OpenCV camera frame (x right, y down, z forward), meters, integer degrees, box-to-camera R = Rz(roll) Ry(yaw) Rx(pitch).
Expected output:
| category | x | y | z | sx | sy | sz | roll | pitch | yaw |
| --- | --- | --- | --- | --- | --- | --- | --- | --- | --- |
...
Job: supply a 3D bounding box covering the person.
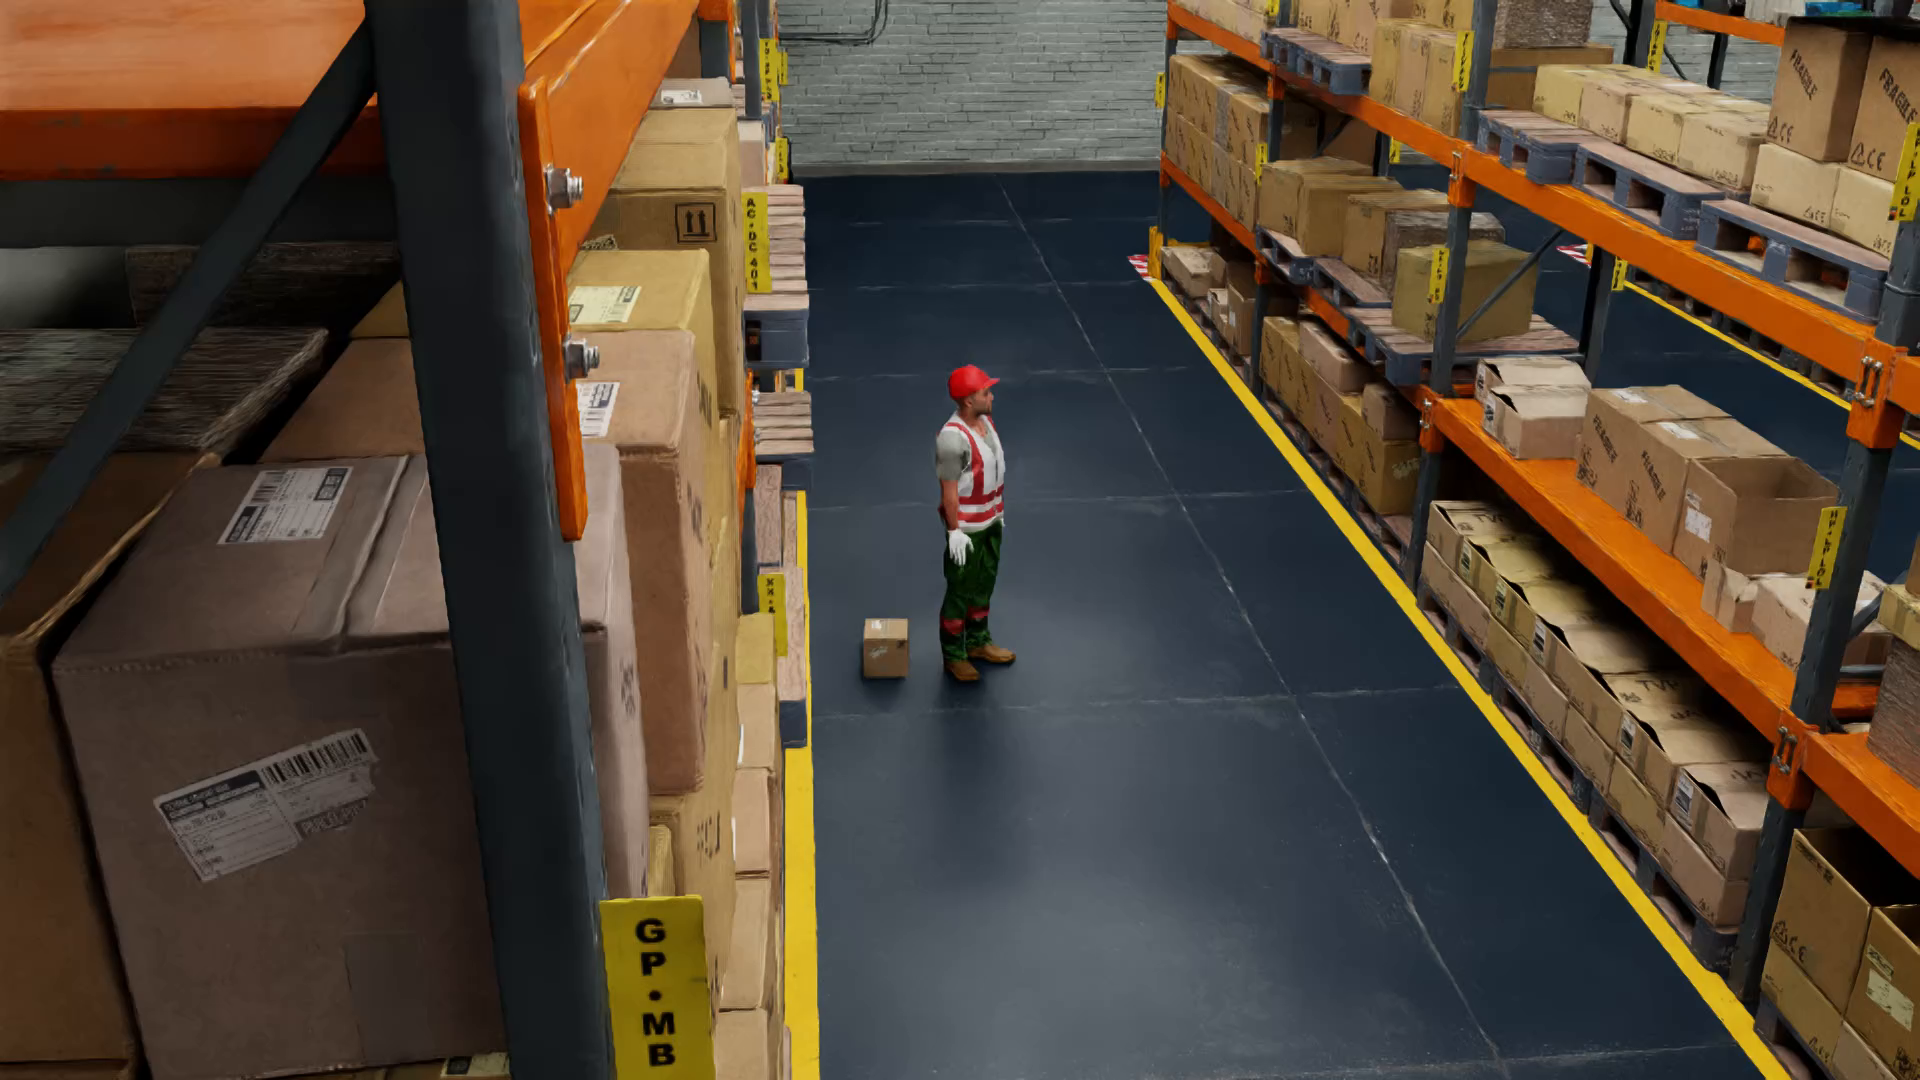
| category | x | y | z | sx | sy | sz | roll | pitch | yaw |
| --- | --- | --- | --- | --- | --- | --- | --- | --- | --- |
| person | 0.083 | -0.099 | 9.249 | 0.354 | 1.800 | 0.541 | 12 | 26 | 26 |
